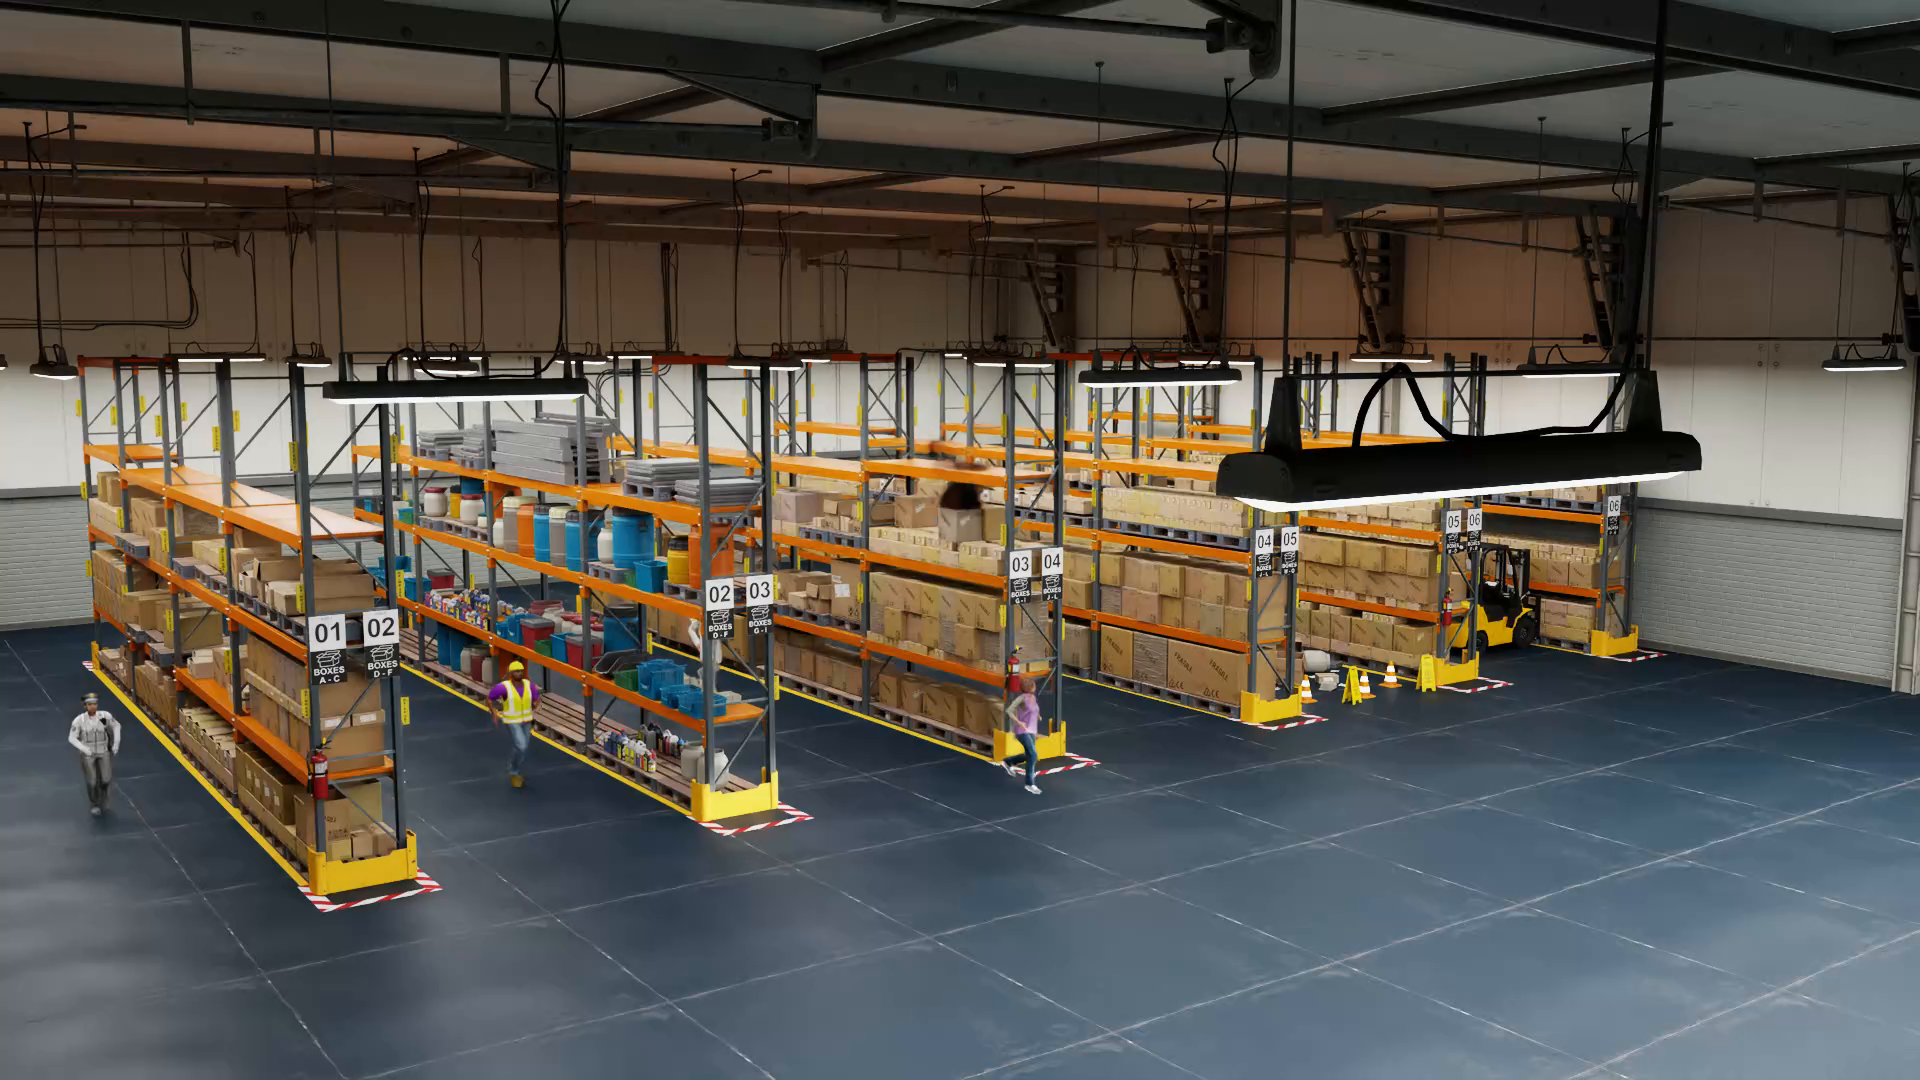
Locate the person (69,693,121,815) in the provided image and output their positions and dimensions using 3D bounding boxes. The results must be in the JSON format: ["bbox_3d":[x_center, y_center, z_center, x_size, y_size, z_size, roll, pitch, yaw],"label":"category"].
[{"bbox_3d":[-11.466,2.839,22.098,0.648,1.658,0.533,-5,8,-35],"label":"person"}]

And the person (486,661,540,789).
[{"bbox_3d":[-6.258,2.609,23.559,0.728,1.797,0.670,6,9,43],"label":"person"}]

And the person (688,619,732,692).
[{"bbox_3d":[-4.473,1.917,29.377,0.693,1.748,0.878,-6,9,-40],"label":"person"}]

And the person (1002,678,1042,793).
[{"bbox_3d":[0.920,2.732,23.544,0.781,1.570,0.565,4,8,31],"label":"person"}]
